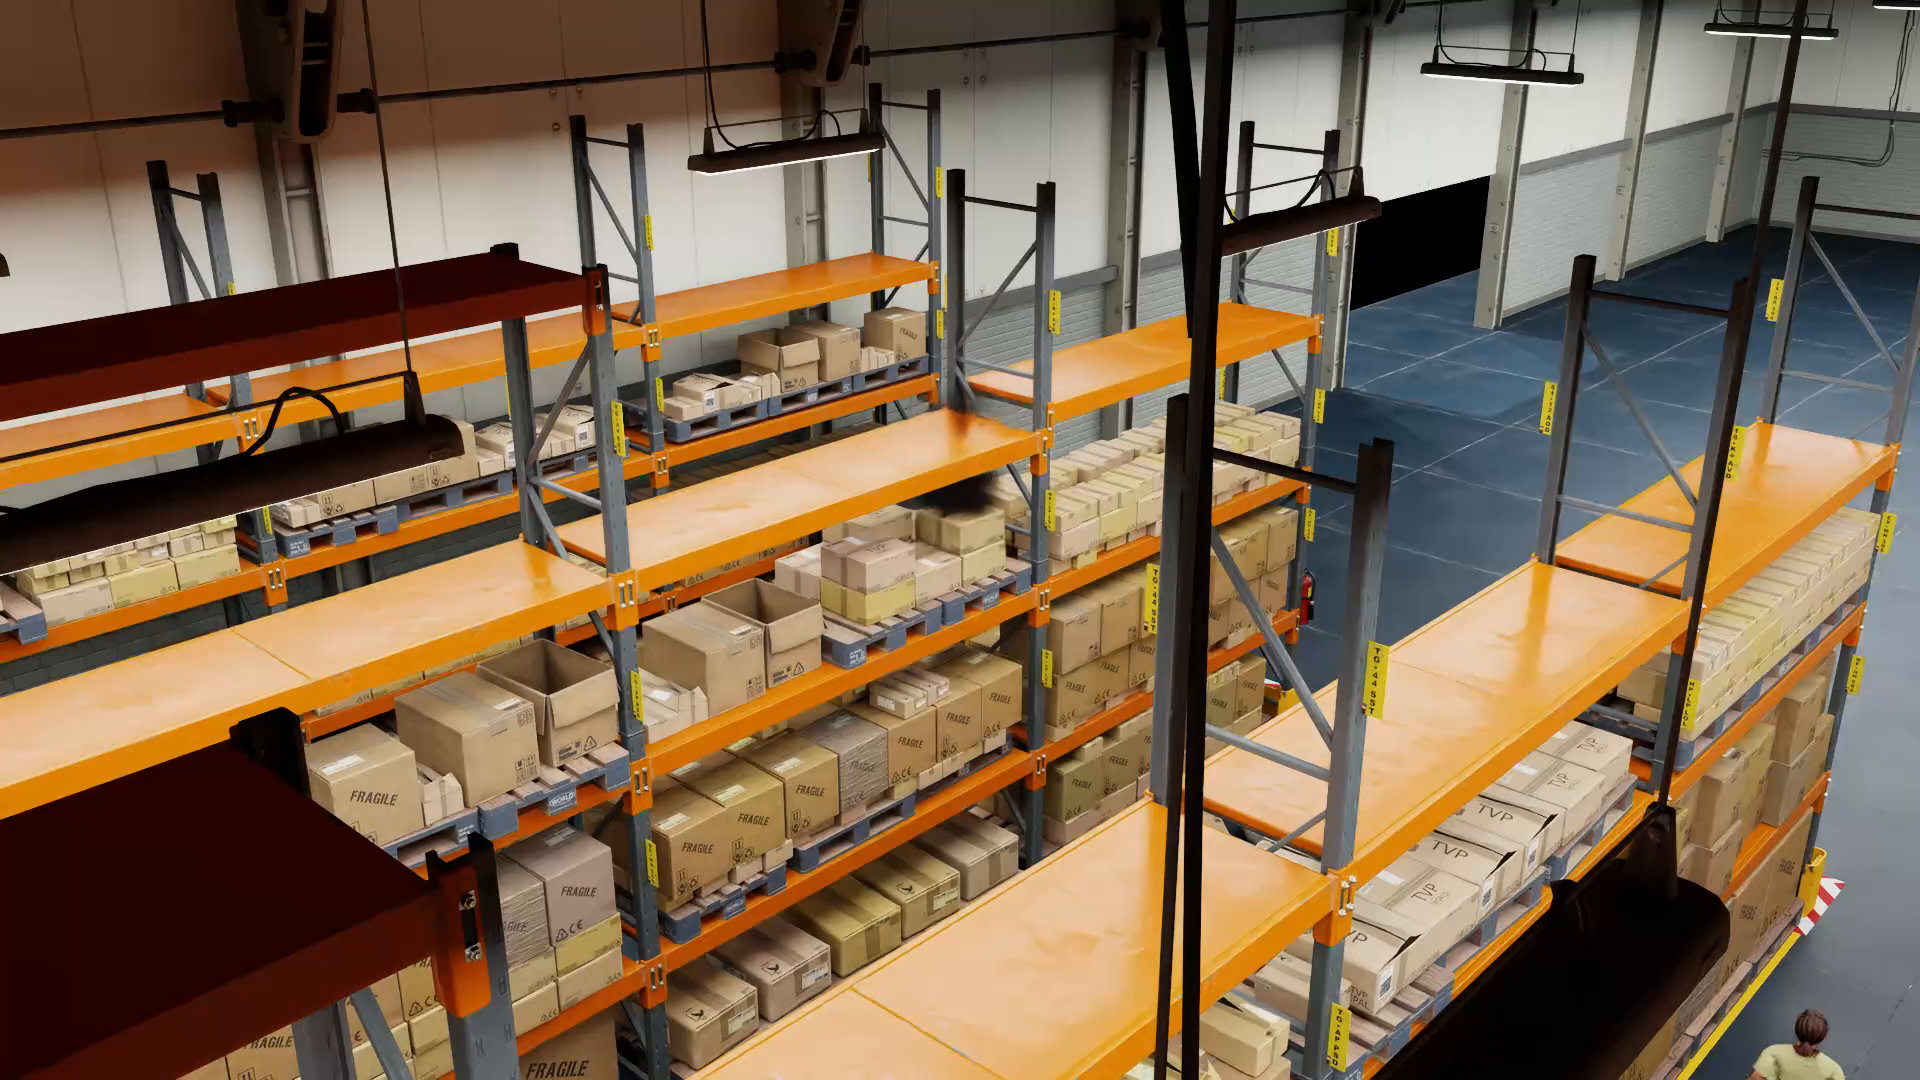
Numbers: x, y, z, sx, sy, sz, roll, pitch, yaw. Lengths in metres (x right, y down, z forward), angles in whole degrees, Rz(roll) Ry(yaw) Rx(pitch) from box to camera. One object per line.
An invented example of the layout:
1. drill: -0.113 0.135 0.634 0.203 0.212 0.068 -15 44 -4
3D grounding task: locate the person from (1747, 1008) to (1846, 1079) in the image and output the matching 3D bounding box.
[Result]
1. person: 5.137 3.688 10.315 0.576 1.618 0.721 13 25 31
